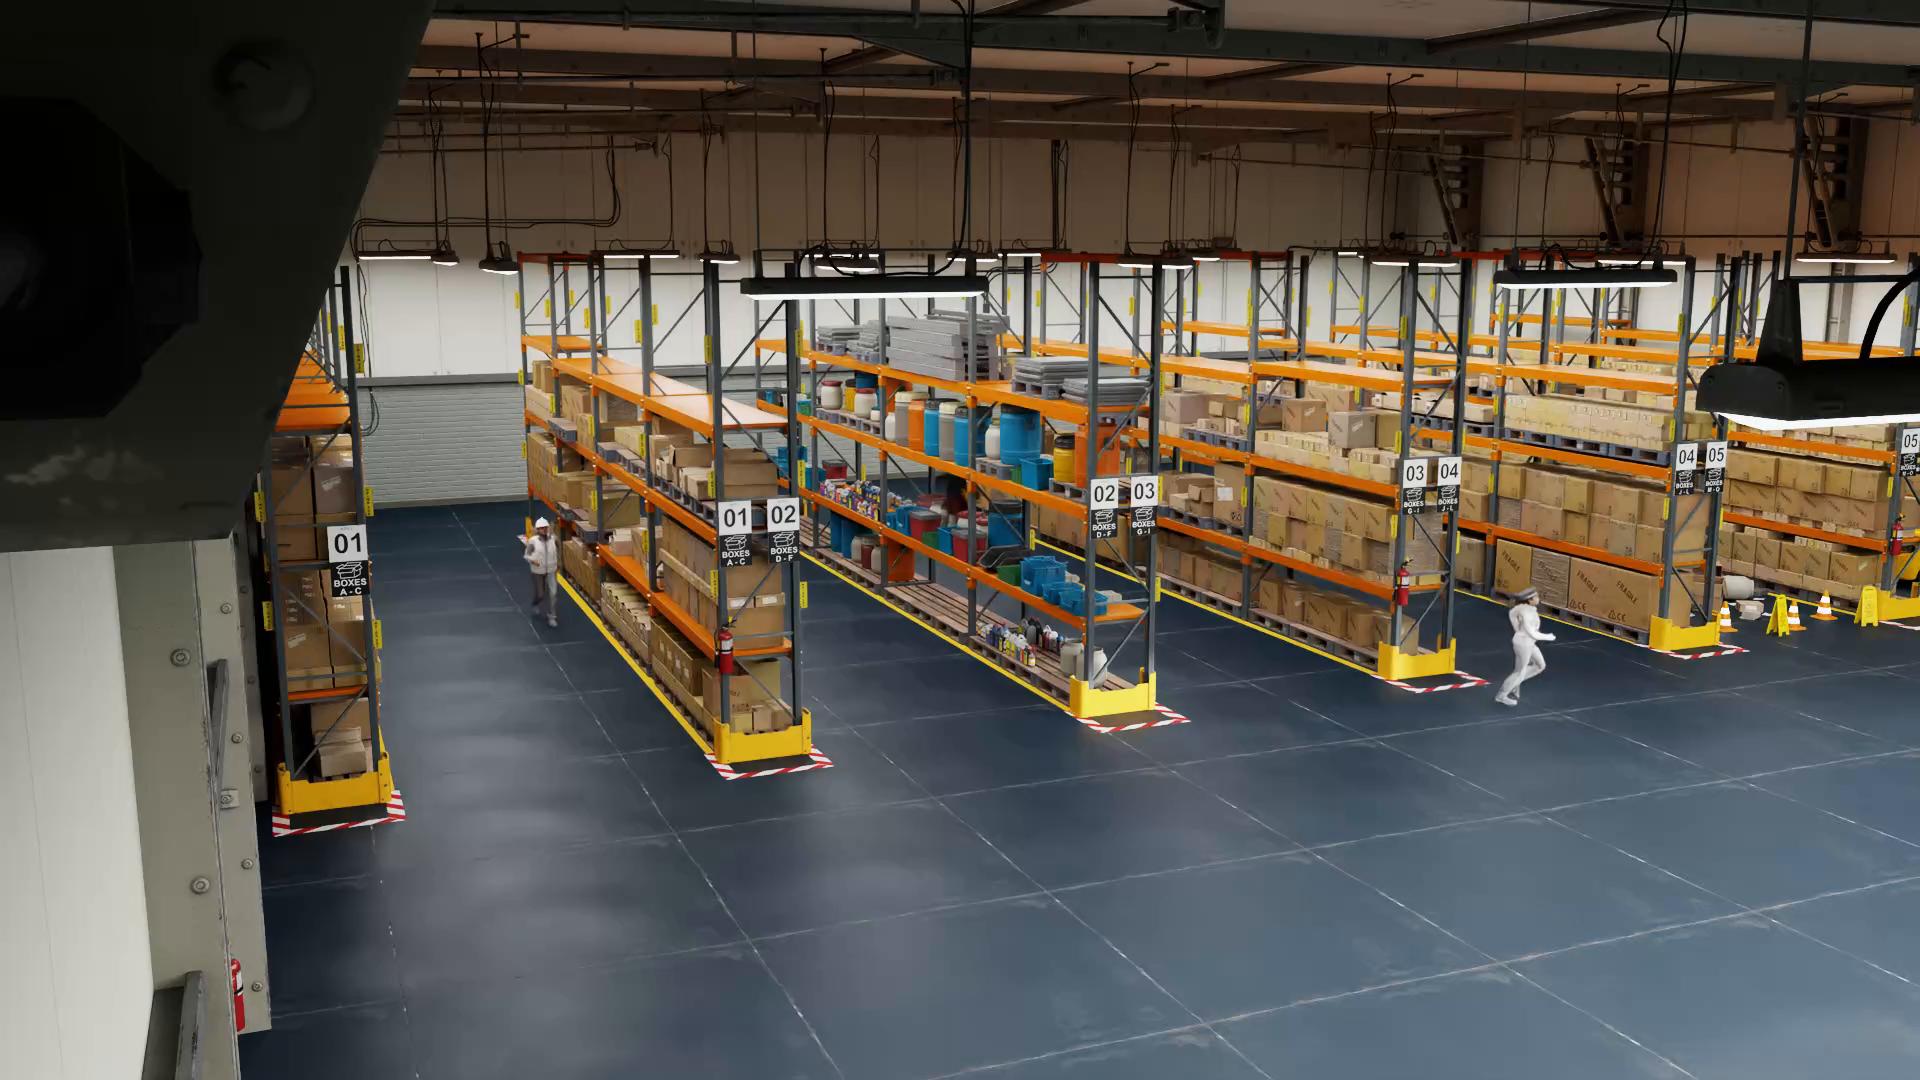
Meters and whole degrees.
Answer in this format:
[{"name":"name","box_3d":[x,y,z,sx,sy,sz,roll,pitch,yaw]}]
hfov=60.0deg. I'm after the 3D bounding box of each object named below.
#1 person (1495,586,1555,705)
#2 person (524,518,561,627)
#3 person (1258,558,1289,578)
[{"name":"person","box_3d":[7.723,1.422,22.647,0.710,1.649,0.562,3,11,16]},{"name":"person","box_3d":[-6.864,0.500,27.401,0.646,1.764,0.927,-6,12,-28]},{"name":"person","box_3d":[5.981,-0.142,30.848,0.669,1.794,0.991,-5,12,-25]}]
